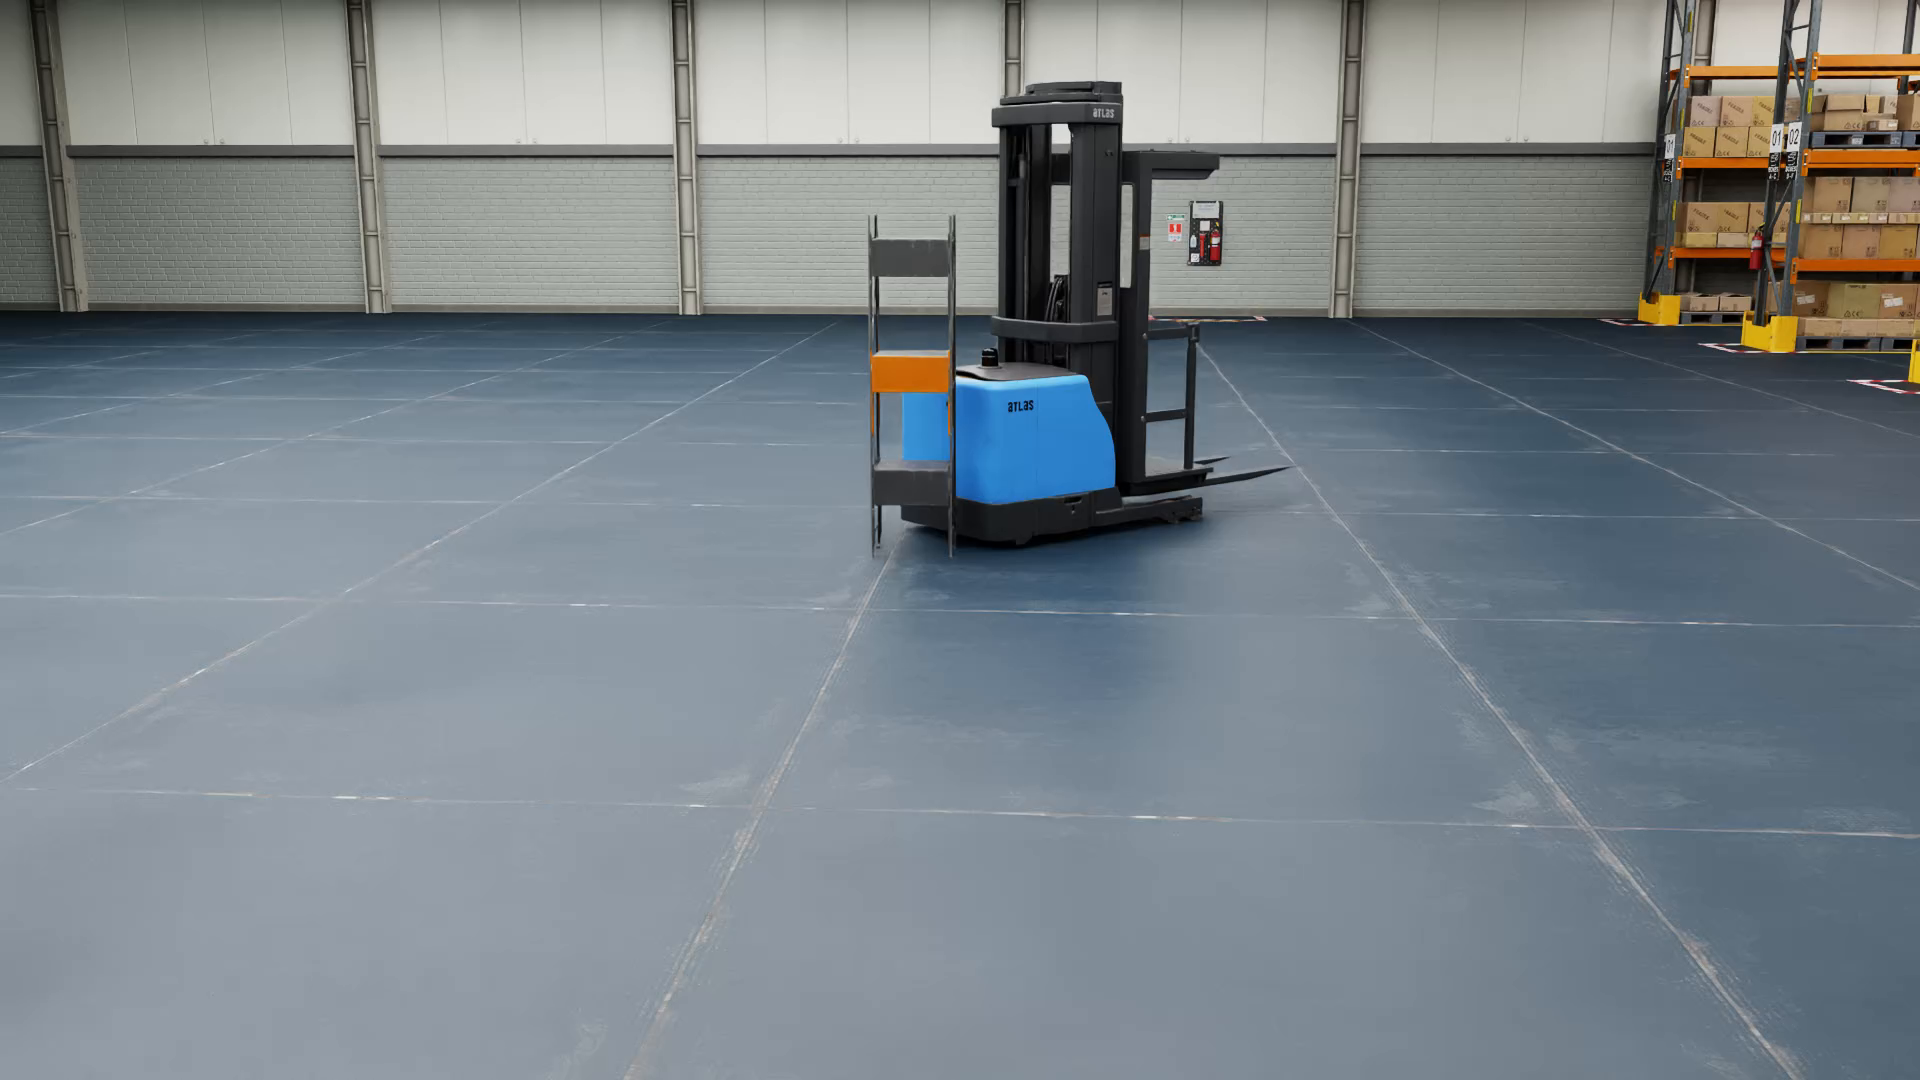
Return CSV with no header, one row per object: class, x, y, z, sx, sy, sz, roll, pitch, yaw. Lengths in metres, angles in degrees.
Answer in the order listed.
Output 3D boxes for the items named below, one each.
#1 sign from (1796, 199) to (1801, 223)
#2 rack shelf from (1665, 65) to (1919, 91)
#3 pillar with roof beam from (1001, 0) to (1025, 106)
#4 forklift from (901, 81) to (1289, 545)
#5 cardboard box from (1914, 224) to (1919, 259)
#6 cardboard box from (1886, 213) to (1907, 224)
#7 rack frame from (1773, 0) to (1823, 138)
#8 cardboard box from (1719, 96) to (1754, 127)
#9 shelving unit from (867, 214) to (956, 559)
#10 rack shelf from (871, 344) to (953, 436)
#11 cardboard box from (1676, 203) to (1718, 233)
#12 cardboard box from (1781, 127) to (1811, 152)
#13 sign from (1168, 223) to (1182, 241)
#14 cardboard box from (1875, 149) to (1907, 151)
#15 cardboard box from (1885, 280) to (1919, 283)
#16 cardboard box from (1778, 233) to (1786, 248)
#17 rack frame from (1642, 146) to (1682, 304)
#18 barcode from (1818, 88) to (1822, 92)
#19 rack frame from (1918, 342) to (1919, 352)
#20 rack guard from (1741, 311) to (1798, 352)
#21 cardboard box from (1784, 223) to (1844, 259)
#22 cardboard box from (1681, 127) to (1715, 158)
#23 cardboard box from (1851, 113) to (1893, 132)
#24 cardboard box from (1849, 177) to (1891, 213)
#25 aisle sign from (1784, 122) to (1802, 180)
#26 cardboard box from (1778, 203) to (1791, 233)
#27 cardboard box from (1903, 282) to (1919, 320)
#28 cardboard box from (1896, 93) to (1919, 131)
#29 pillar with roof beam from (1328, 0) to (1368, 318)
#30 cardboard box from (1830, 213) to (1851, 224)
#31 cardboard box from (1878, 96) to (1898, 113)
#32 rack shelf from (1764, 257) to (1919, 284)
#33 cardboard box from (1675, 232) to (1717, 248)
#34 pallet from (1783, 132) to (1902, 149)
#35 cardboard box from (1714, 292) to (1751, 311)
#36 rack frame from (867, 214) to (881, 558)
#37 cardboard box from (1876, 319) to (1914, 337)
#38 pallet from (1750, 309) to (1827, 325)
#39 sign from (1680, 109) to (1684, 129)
sign,11.800,-4.626,23.401,0.005,0.325,0.100,1,12,4
rack shelf,14.166,-7.845,28.206,4.000,0.370,1.077,1,12,4
pillar with roof beam,0.666,-7.678,25.643,0.400,9.000,9.100,1,12,4
forklift,1.069,-1.622,11.512,3.031,2.935,1.130,-9,15,-38
cardboard box,13.853,-4.297,23.888,0.500,0.500,0.700,1,12,5
cardboard box,13.251,-4.581,23.661,0.250,0.149,0.380,0,12,2
rack frame,11.843,-7.214,23.425,0.127,3.000,1.000,1,12,4
cardboard box,13.036,-7.234,28.111,0.500,0.500,0.500,1,12,3
shelving unit,-0.290,-0.951,10.335,0.503,2.100,0.431,1,12,4
rack shelf,-0.290,-0.938,10.338,0.480,0.518,0.431,1,12,4
cardboard box,12.627,-5.525,28.489,0.500,0.500,0.500,1,12,4
cardboard box,14.075,-6.737,28.178,0.500,0.500,0.500,2,12,7
sign,3.932,-5.626,30.401,0.234,0.329,0.001,1,12,4
cardboard box,15.639,-6.718,28.088,0.500,0.500,0.500,1,12,5
cardboard box,13.896,-3.540,24.372,0.500,0.500,0.500,1,12,4
cardboard box,14.167,-5.134,28.454,0.500,0.250,0.500,1,12,4
rack frame,12.171,-5.289,28.877,0.127,3.000,1.000,1,12,4
barcode,14.803,-7.740,28.625,0.075,0.075,0.001,1,12,4
rack frame,11.508,-3.265,19.202,0.127,3.000,1.000,1,12,4
rack guard,11.819,-3.054,24.297,0.348,0.500,1.175,1,12,4
cardboard box,12.308,-4.317,23.986,0.500,0.500,0.700,1,12,4
cardboard box,12.487,-6.761,28.292,0.500,0.500,0.500,1,12,5
cardboard box,13.010,-5.984,23.872,0.500,0.250,0.500,1,12,4
cardboard box,12.886,-4.945,23.821,0.500,0.500,0.700,0,12,2
aisle sign,11.757,-5.488,23.478,0.004,0.787,0.394,1,12,4
cardboard box,14.150,-5.503,28.385,0.500,0.500,0.500,1,12,6
cardboard box,13.860,-3.430,23.848,0.500,0.500,0.500,1,12,4
cardboard box,13.482,-5.990,23.289,0.500,0.500,0.500,1,12,4
pillar with roof beam,6.652,-7.595,25.250,0.400,9.000,9.100,1,12,4
cardboard box,12.484,-4.591,23.712,0.250,0.149,0.380,0,12,2
cardboard box,15.644,-7.202,27.962,0.500,0.500,0.500,0,12,-1
rack shelf,13.839,-3.898,23.982,4.000,0.370,1.077,1,12,4
cardboard box,12.636,-5.154,28.549,0.500,0.250,0.500,0,12,2
pallet,12.547,-5.687,23.670,1.213,0.211,1.003,1,12,4
cardboard box,13.424,-4.153,28.937,0.500,0.311,0.500,2,12,8
rack frame,-0.534,-0.954,10.351,0.015,2.100,0.400,1,12,4
cardboard box,13.361,-3.071,23.963,0.500,0.250,0.500,1,12,4
pallet,14.269,-3.888,28.988,1.213,0.211,1.003,1,12,4
sign,12.134,-7.074,27.951,0.005,0.325,0.100,1,12,4
